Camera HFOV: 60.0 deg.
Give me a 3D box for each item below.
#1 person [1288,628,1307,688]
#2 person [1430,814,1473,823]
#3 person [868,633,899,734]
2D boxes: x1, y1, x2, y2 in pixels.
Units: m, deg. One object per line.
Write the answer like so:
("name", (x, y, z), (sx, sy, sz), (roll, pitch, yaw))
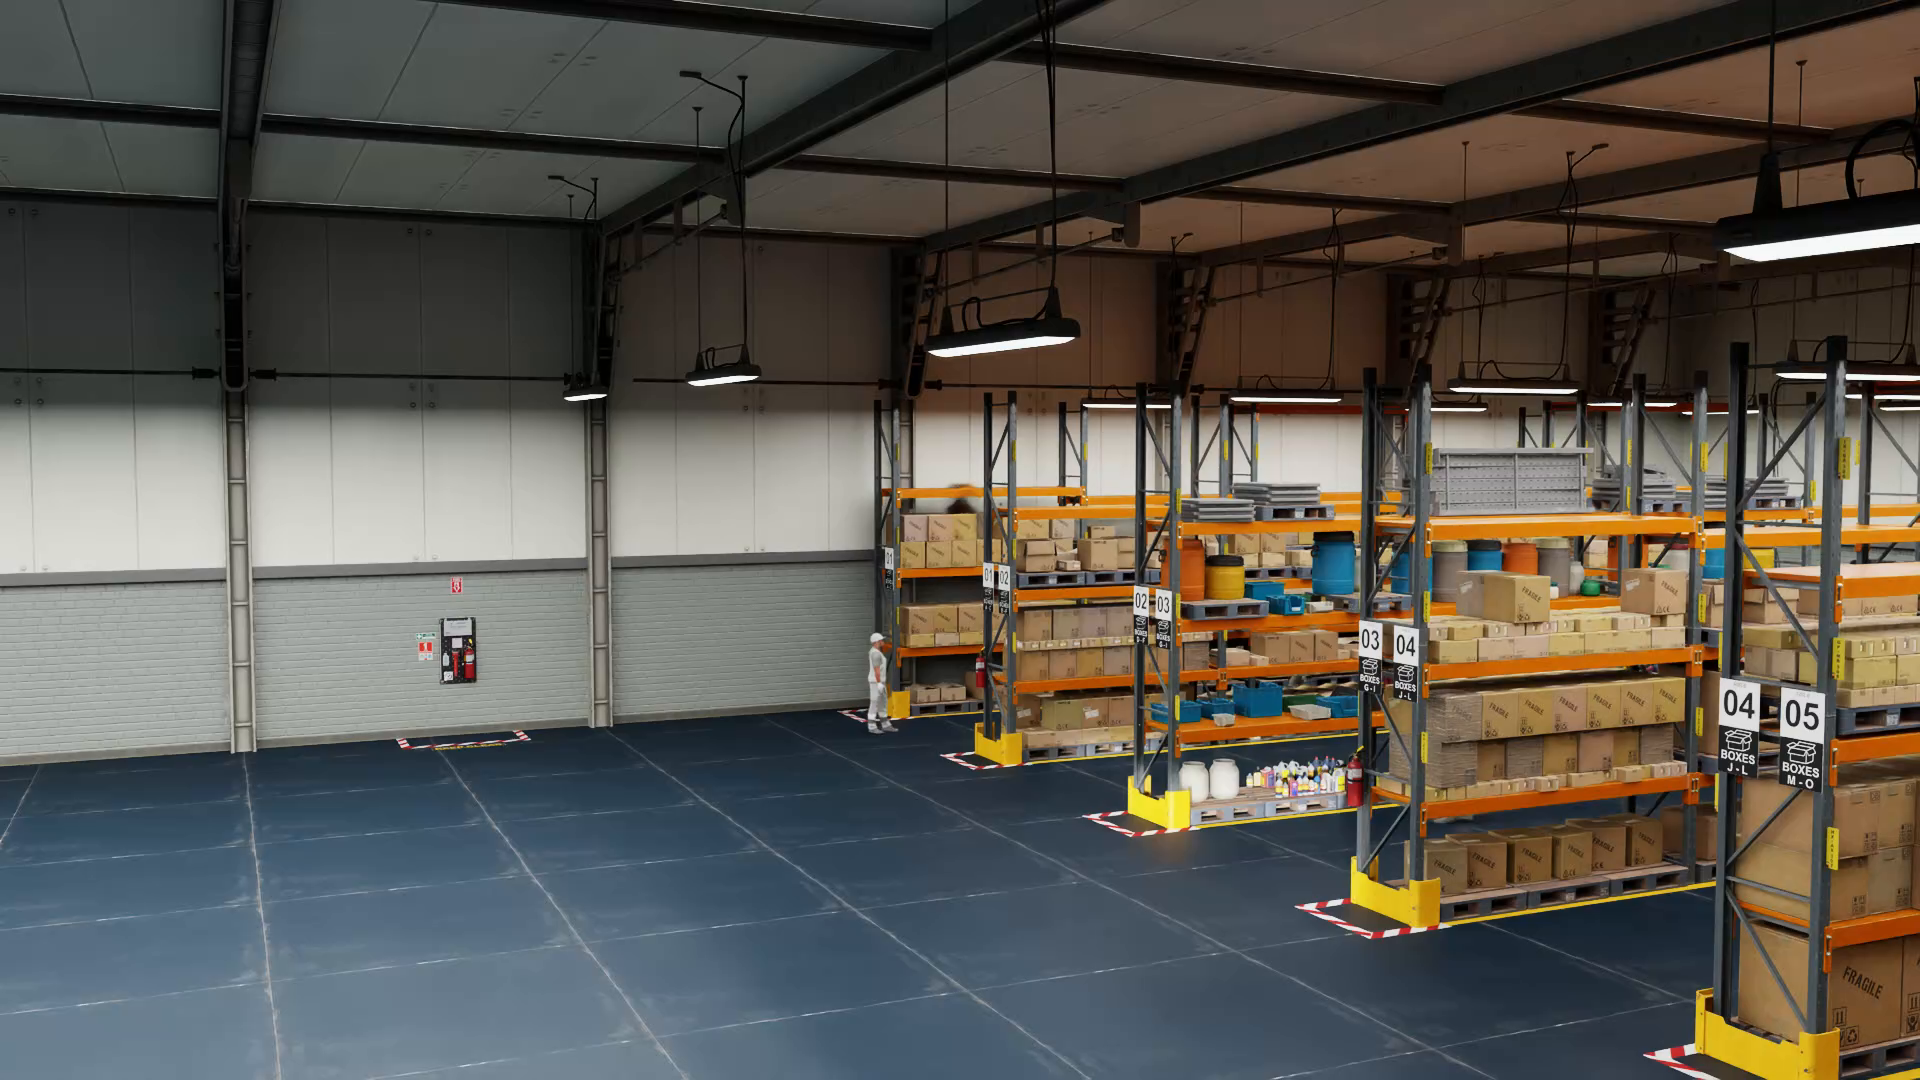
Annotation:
("person", (6.447, 2.490, 31.775), (0.963, 1.646, 0.534), (-1, 4, -19))
("person", (6.747, 2.954, 22.723), (0.576, 1.801, 0.585), (1, 4, 19))
("person", (-1.379, 2.554, 29.618), (0.526, 1.795, 0.588), (0, 3, 5))
